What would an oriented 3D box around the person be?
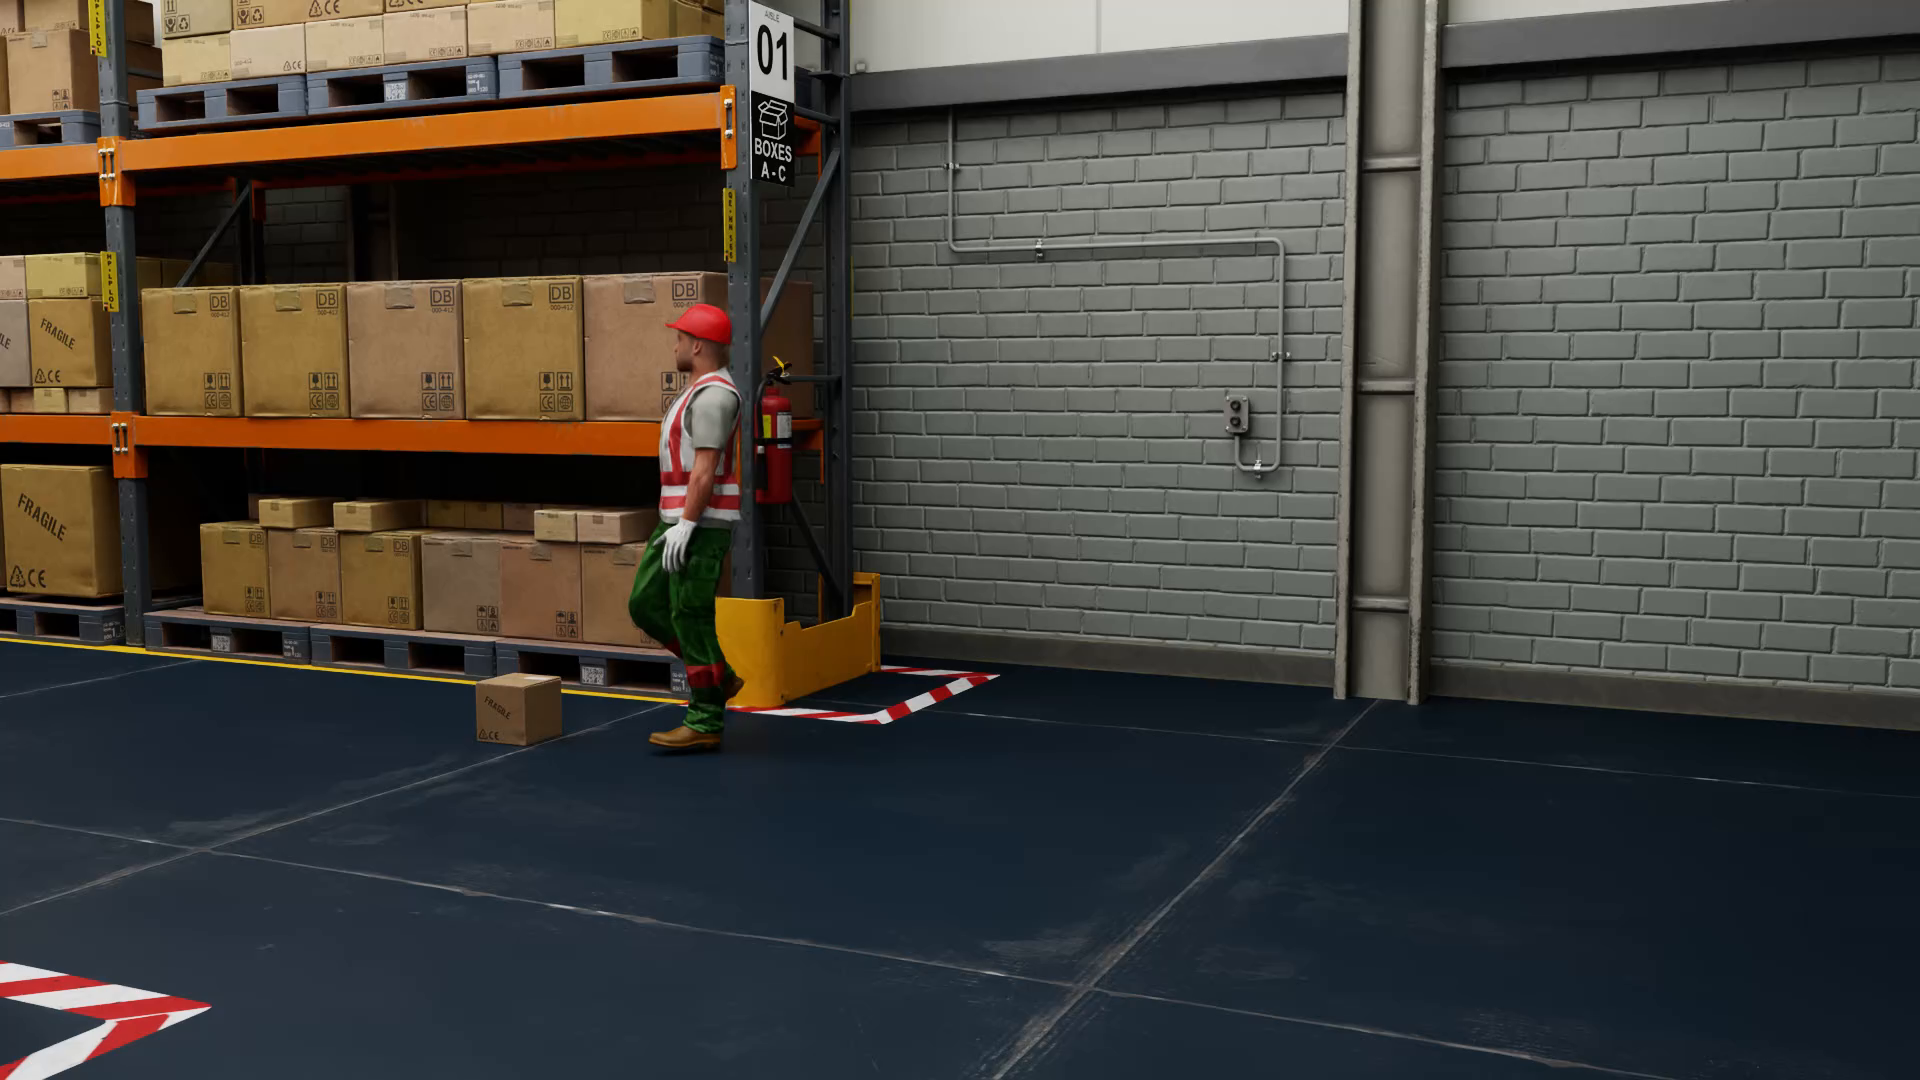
[{"bbox_3d":[-1.088,-0.054,6.707,0.469,1.785,0.549,-2,6,-20],"label":"person"}]
